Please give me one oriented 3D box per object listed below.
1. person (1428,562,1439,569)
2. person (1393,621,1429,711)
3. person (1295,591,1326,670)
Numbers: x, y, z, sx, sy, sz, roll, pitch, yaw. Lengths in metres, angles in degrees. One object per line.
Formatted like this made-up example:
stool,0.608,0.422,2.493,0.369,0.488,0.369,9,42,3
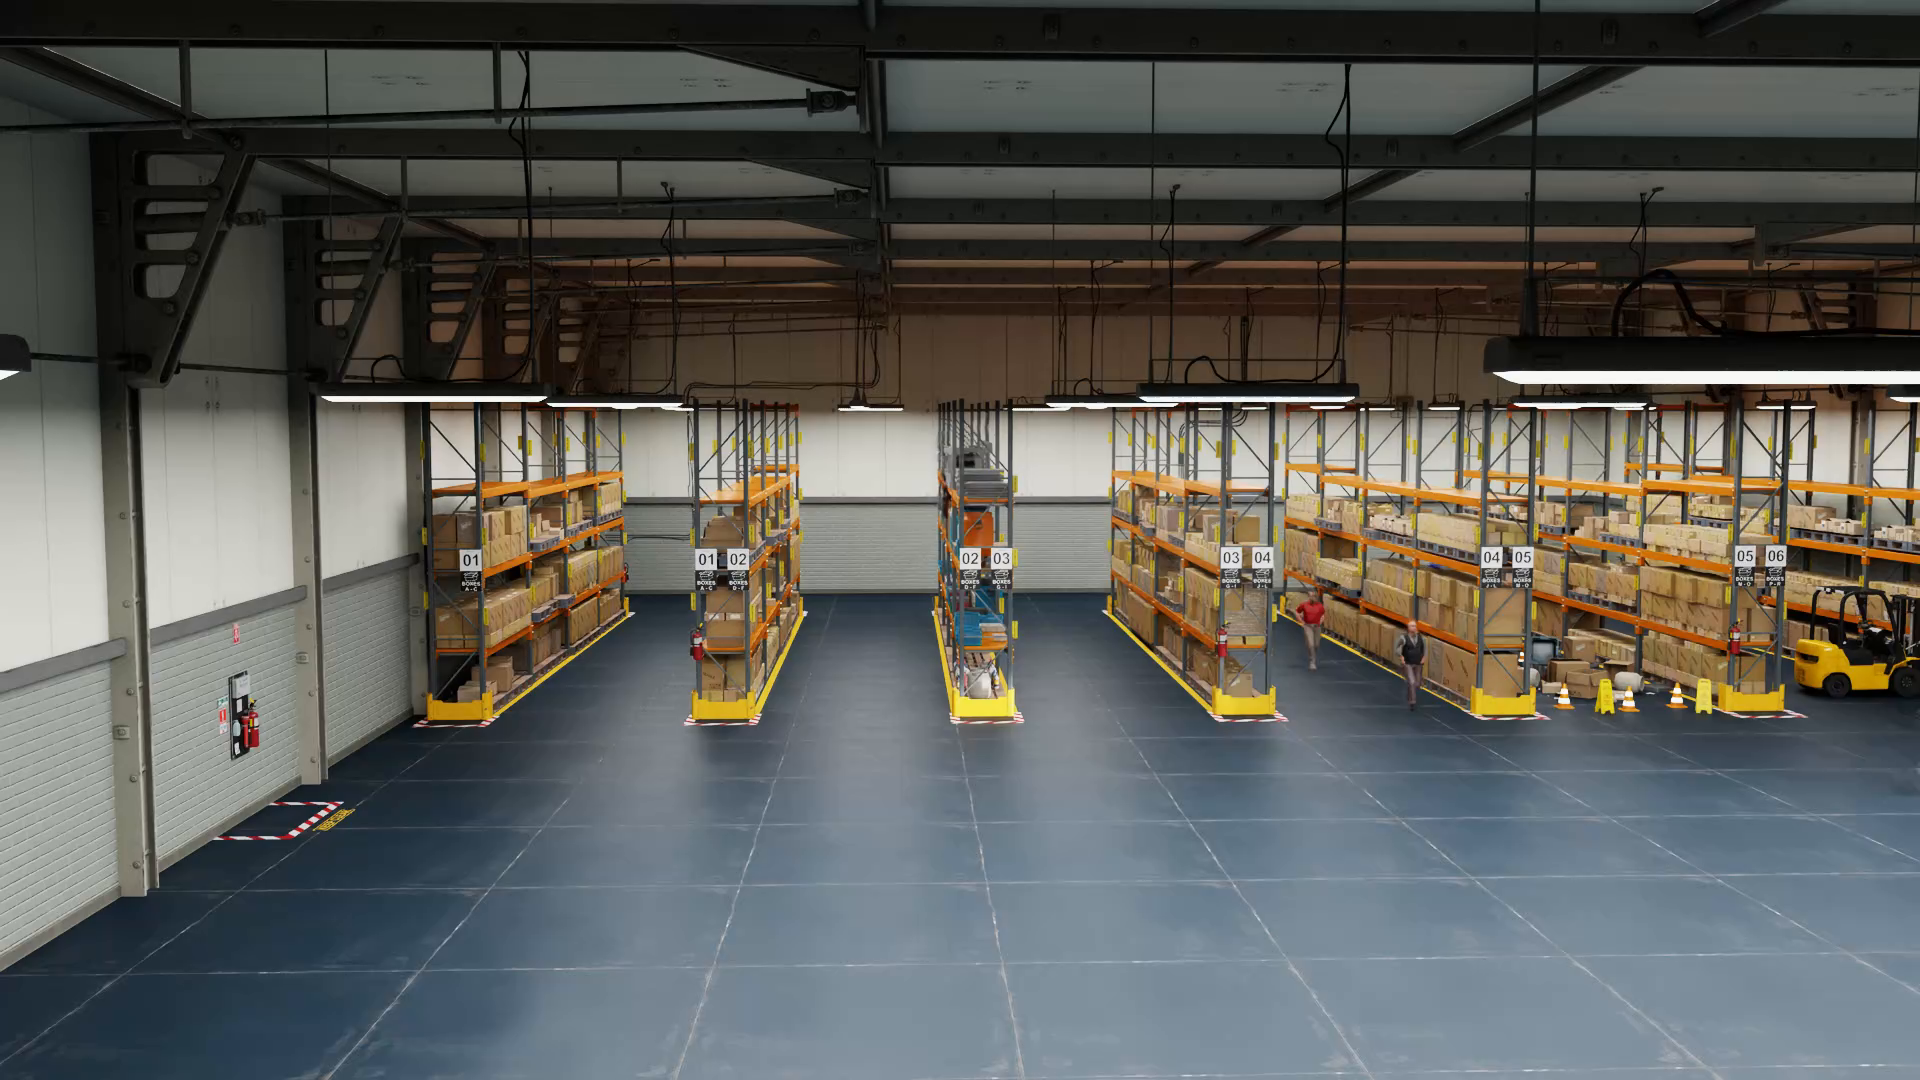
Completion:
person,14.057,1.182,49.284,0.725,1.617,0.627,0,4,5
person,8.770,2.422,32.311,0.673,1.702,0.789,0,4,-4
person,7.932,2.020,37.562,0.670,1.726,0.766,0,4,-6
